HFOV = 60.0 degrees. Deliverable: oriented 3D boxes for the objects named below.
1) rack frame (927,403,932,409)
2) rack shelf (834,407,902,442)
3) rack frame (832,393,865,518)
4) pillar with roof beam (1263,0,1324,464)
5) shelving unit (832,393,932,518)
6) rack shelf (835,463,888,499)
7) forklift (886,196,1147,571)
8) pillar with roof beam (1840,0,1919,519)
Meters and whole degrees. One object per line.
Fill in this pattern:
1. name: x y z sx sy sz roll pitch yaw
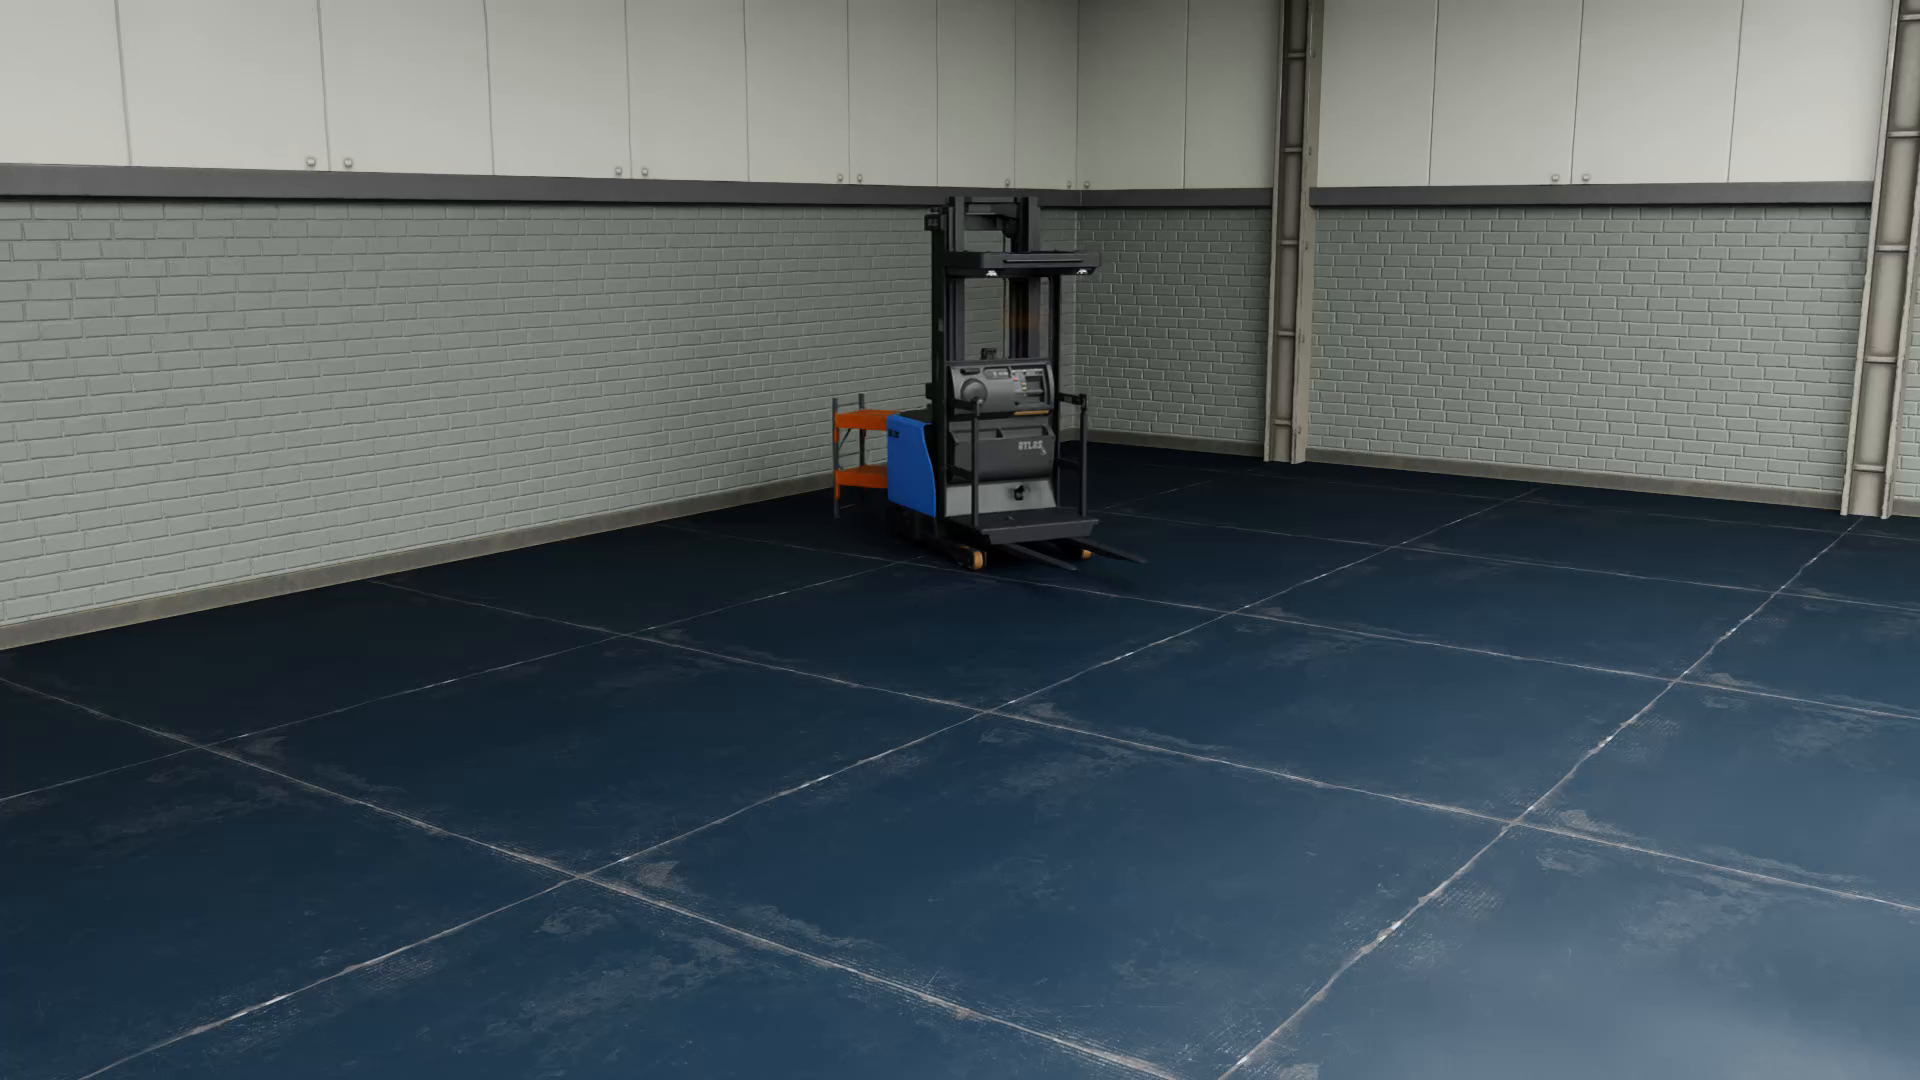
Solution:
1. rack frame: -0.162 -0.708 15.230 0.032 1.125 0.500 6 13 29
2. rack shelf: -0.605 -1.043 15.419 1.000 0.278 0.538 6 13 29
3. rack frame: -1.048 -0.803 15.719 0.032 1.125 0.500 6 13 29
4. pillar with roof beam: 1.216 -4.676 15.010 0.400 9.000 9.100 8 13 36
5. shelving unit: -0.605 -0.756 15.475 1.048 1.125 0.538 6 13 29
6. rack shelf: -0.605 -0.516 15.521 1.000 0.278 0.538 6 13 29
7. forklift: 0.444 -1.289 13.475 1.130 2.935 3.031 -5 12 -26
8. pillar with roof beam: 6.052 -4.002 11.524 0.400 9.000 9.100 8 13 36
